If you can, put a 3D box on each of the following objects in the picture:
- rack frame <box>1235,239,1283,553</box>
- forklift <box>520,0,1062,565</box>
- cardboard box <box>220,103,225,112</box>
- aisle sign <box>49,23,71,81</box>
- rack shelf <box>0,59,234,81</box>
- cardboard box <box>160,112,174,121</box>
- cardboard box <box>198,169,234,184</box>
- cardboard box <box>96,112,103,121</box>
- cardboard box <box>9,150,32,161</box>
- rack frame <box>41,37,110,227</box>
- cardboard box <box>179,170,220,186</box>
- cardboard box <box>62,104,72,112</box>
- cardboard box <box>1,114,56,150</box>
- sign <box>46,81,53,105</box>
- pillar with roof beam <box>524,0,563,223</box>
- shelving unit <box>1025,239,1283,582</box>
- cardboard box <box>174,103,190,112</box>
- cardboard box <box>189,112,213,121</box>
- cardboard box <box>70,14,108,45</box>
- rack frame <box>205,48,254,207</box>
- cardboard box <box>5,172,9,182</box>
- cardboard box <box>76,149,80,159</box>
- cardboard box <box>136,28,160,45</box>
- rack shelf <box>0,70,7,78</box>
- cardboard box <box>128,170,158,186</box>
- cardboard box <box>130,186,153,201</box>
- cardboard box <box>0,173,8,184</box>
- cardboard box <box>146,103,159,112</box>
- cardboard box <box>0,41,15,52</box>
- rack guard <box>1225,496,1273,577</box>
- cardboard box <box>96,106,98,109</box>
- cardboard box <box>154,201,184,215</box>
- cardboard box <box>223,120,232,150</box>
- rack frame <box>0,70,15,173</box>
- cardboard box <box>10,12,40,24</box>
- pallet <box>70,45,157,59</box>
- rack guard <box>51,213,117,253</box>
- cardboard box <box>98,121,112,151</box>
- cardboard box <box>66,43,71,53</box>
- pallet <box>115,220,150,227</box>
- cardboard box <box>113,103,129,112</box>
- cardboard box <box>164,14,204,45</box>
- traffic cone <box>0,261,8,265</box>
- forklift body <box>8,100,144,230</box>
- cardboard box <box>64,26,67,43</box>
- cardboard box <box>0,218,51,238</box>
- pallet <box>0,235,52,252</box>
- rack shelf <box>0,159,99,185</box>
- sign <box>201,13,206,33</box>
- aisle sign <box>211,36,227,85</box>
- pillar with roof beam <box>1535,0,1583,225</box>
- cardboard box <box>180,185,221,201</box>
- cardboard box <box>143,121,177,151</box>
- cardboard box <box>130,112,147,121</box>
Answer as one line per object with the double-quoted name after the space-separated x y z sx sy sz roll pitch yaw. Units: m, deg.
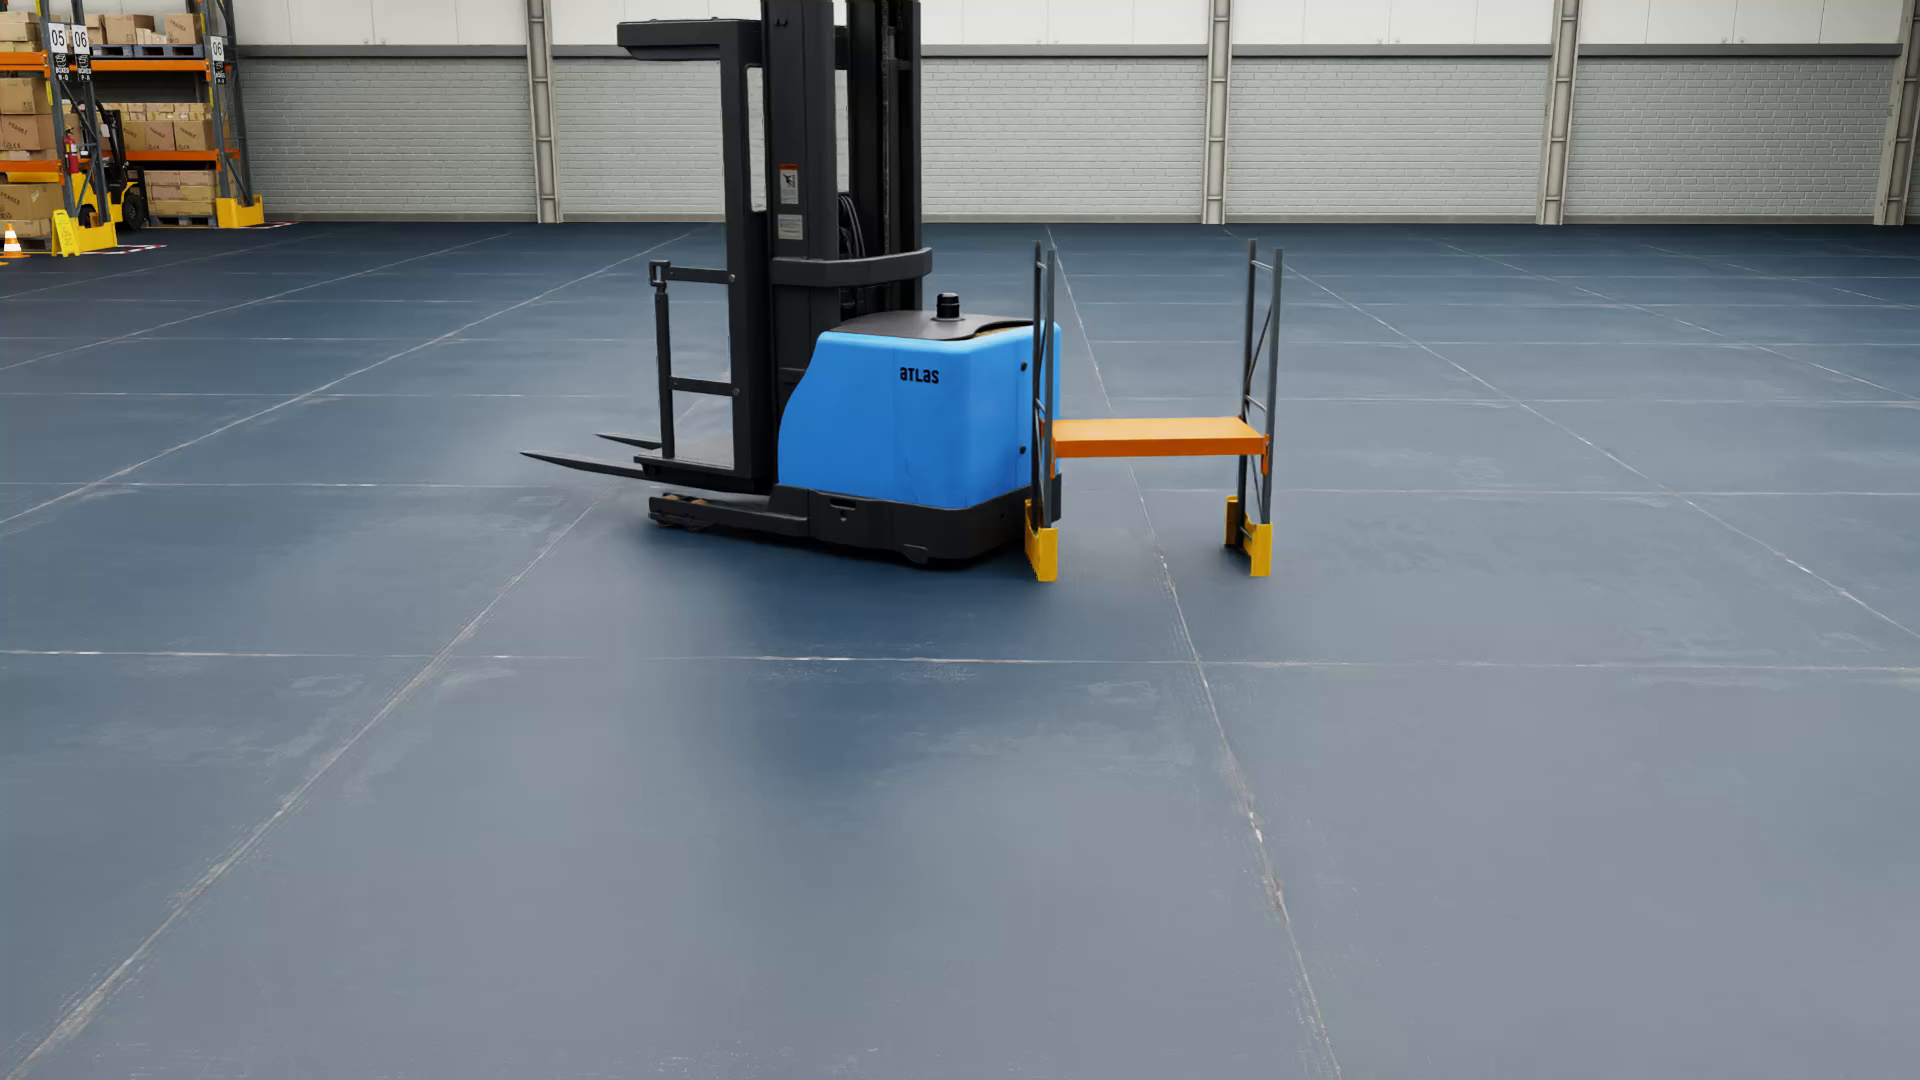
1.393 -0.628 7.780 0.032 1.500 0.500 -1 15 -5 "rack frame"
-1.007 -1.562 8.515 3.031 2.935 1.130 9 17 31 "forklift"
-13.098 -7.597 29.205 0.250 0.149 0.380 0 15 0 "cardboard box"
-12.837 -6.952 23.712 0.004 0.787 0.394 0 15 1 "aisle sign"
-14.767 -8.150 28.882 4.000 0.370 1.077 0 15 1 "rack shelf"
-13.636 -7.339 28.809 0.250 0.149 0.380 1 15 2 "cardboard box"
-13.244 -6.443 29.488 0.500 0.250 0.500 0 15 1 "cardboard box"
-14.910 -7.339 28.808 0.250 0.149 0.380 0 15 0 "cardboard box"
-13.527 -5.569 24.060 0.250 0.149 0.380 0 15 1 "cardboard box"
-12.891 -5.769 24.326 0.127 3.000 1.000 0 15 1 "rack frame"
-13.236 -6.315 29.004 0.500 0.250 0.500 1 15 3 "cardboard box"
-15.422 -7.488 28.792 0.250 0.149 0.380 0 15 1 "cardboard box"
-13.441 -5.894 24.022 0.500 0.500 0.500 0 15 0 "cardboard box"
-12.925 -6.340 23.602 0.005 0.325 0.100 0 15 1 "sign"
-7.553 -9.033 24.938 0.400 9.000 9.100 0 15 1 "pillar with roof beam"
0.877 -0.617 7.740 1.083 1.500 0.587 -1 15 -5 "shelving unit"
-13.379 -7.483 28.772 0.250 0.149 0.380 0 15 2 "cardboard box"
-13.122 -7.328 28.766 0.250 0.149 0.380 1 15 2 "cardboard box"
-14.822 -8.773 28.611 0.637 0.503 0.797 1 15 3 "cardboard box"
-12.768 -7.035 29.124 0.127 3.000 1.000 0 15 1 "rack frame"
-16.291 -6.335 29.077 0.500 0.250 0.500 0 15 1 "cardboard box"
-13.225 -5.702 24.567 0.250 0.149 0.380 0 15 2 "cardboard box"
-13.858 -8.601 28.425 0.258 0.266 0.396 0 15 2 "cardboard box"
-18.766 -8.176 28.981 4.000 0.370 1.077 0 15 1 "rack shelf"
-14.252 -6.318 29.013 0.500 0.250 0.500 1 15 2 "cardboard box"
-14.280 -6.078 29.082 0.500 0.250 0.500 0 15 0 "cardboard box"
-14.067 -5.243 24.157 0.250 0.149 0.380 1 15 3 "cardboard box"
-13.888 -7.498 28.830 0.250 0.149 0.380 0 15 2 "cardboard box"
-13.504 -7.022 23.688 0.250 0.149 0.380 0 15 2 "cardboard box"
1.374 -0.023 7.938 0.087 0.250 0.587 -1 15 -5 "rack guard"
-14.916 -7.504 28.850 0.250 0.149 0.380 0 15 2 "cardboard box"
-13.743 -5.836 29.149 0.500 0.250 0.500 0 15 1 "cardboard box"
-13.256 -7.157 29.392 0.500 0.500 0.500 1 15 3 "cardboard box"
-16.767 -7.061 29.223 0.127 3.000 1.000 0 15 1 "rack frame"
-13.237 -7.410 23.597 0.250 0.149 0.380 1 15 2 "cardboard box"
-14.697 -8.461 28.823 1.213 0.211 1.003 0 15 1 "pallet"
-12.967 -4.561 24.647 0.348 0.500 1.175 0 15 1 "rack guard"
-14.800 -7.029 28.905 0.500 0.500 0.500 0 15 2 "cardboard box"
-13.214 -7.183 24.297 0.250 0.149 0.380 0 15 1 "cardboard box"
-14.750 -5.690 29.491 1.213 0.211 1.003 0 15 1 "pallet"
-14.410 -7.472 28.730 0.250 0.149 0.380 1 15 3 "cardboard box"
-13.217 -8.726 28.438 0.500 0.500 0.500 1 15 3 "cardboard box"
-13.042 -3.931 22.332 0.334 0.463 0.336 0 15 1 "traffic cone"
-14.710 -6.172 27.516 1.214 2.155 2.313 0 15 1 "forklift body"
-13.387 -7.362 24.194 0.500 0.250 0.500 0 15 0 "cardboard box"
-13.730 -4.579 24.384 0.500 0.250 0.500 0 15 1 "cardboard box"
-13.778 -4.435 24.738 1.213 0.211 1.003 0 15 1 "pallet"
-14.890 -5.434 24.467 4.000 0.370 1.077 0 15 1 "rack shelf"
-12.796 -8.737 28.114 0.005 0.325 0.100 0 15 1 "sign"
-12.710 -8.216 28.507 0.004 0.787 0.394 0 15 1 "aisle sign"
10.441 -8.916 24.493 0.400 9.000 9.100 0 15 1 "pillar with roof beam"
-13.263 -6.074 29.067 0.500 0.250 0.500 0 15 1 "cardboard box"
-13.785 -7.025 28.891 0.500 0.500 0.500 1 15 3 "cardboard box"
-14.152 -7.333 28.787 0.250 0.149 0.380 0 15 0 "cardboard box"
